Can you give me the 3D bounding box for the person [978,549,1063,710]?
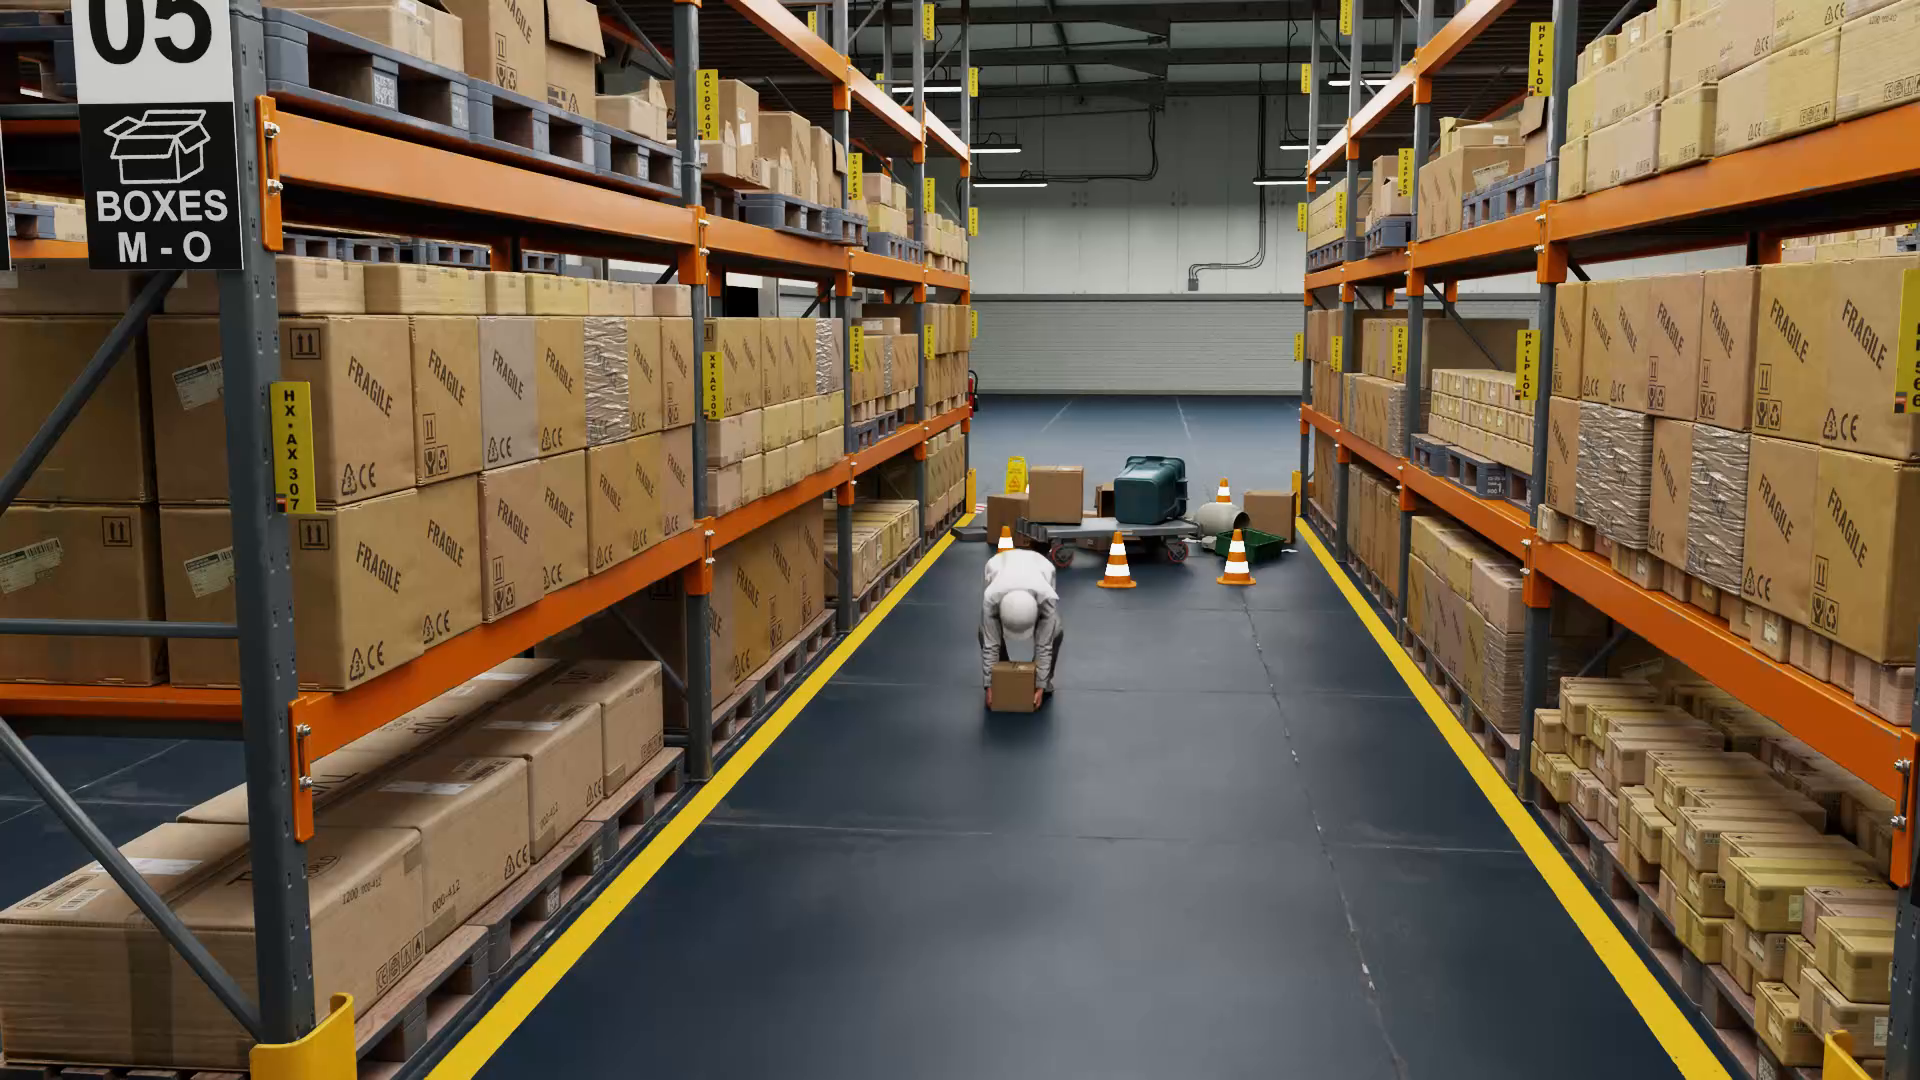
[{"bbox_3d":[0.369,0.531,10.122,0.520,0.896,1.004,1,8,4],"label":"person"}]
